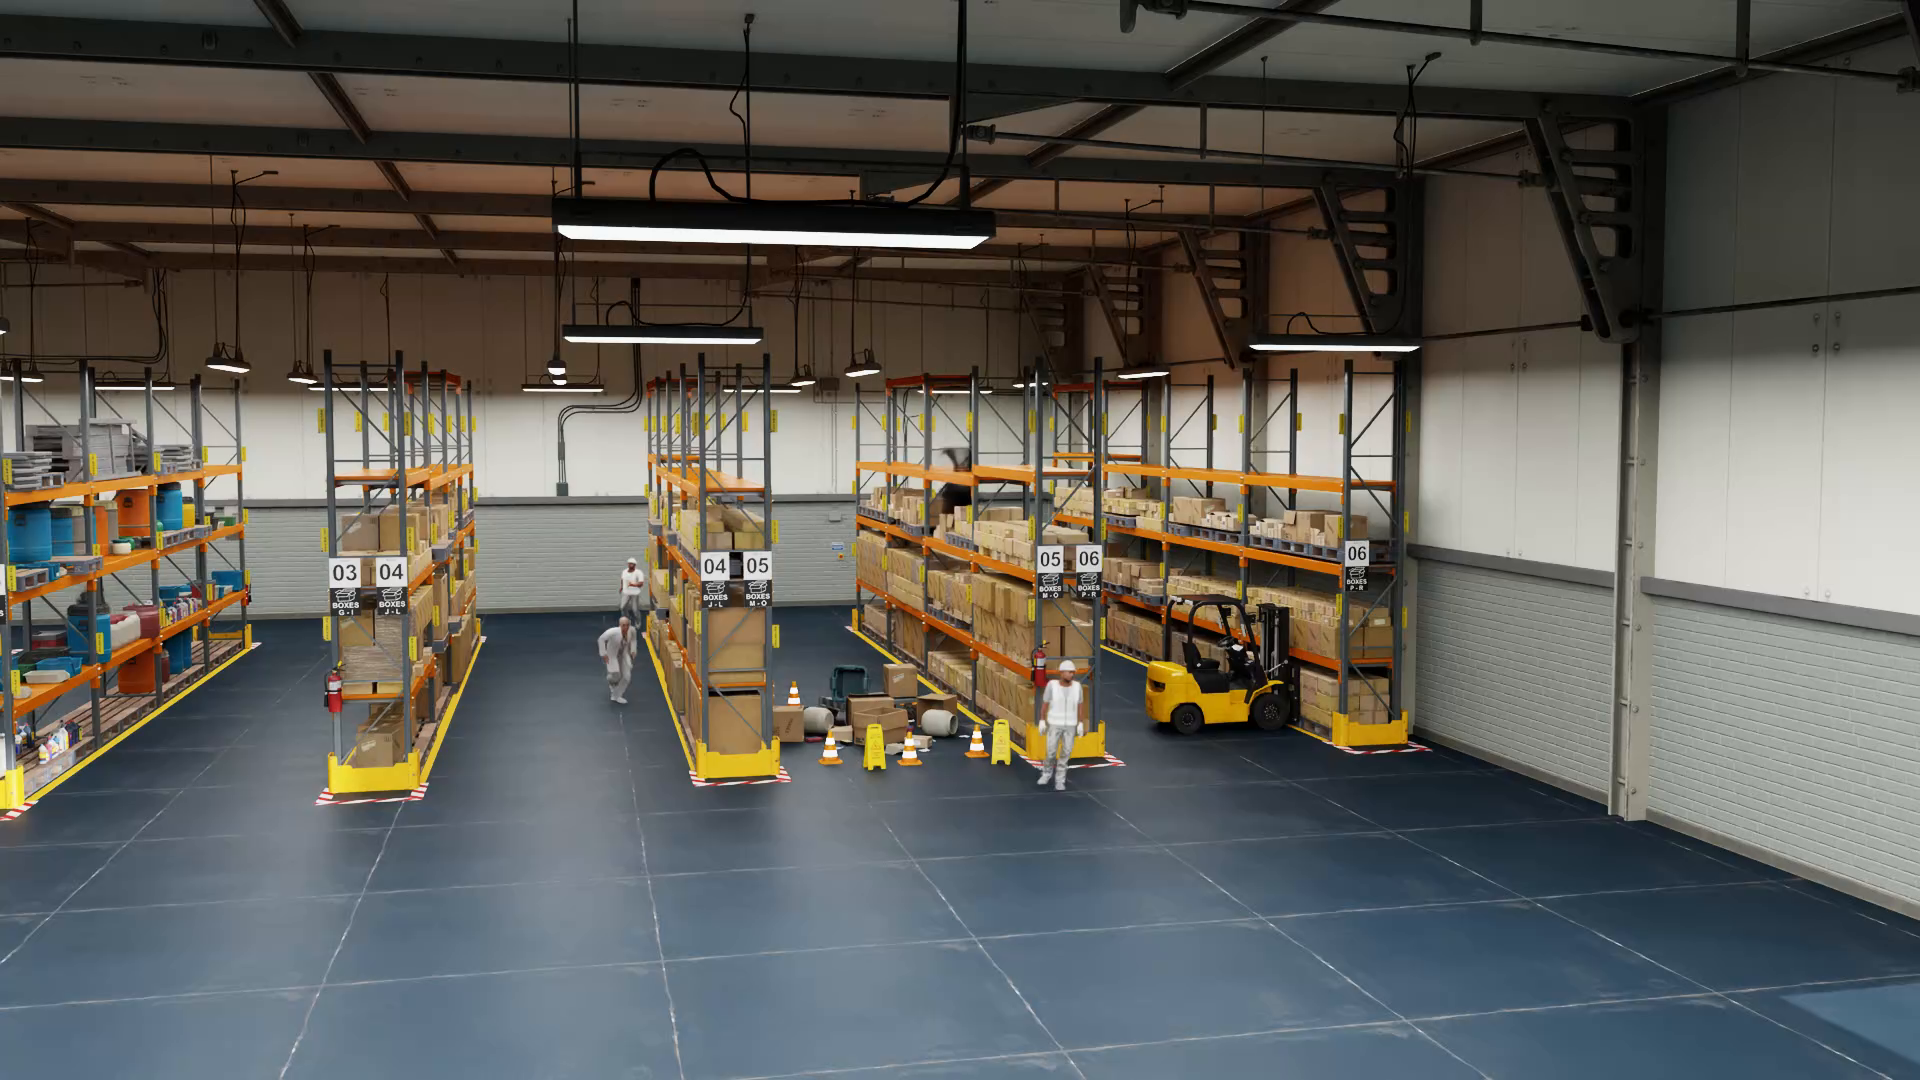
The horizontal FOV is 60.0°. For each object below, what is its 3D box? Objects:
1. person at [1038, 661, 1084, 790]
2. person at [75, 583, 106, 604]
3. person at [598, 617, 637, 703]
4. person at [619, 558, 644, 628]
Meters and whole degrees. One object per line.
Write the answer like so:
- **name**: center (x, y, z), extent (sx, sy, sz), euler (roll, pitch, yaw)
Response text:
- **person**: center (1.380, 2.524, 22.756), extent (0.623, 1.775, 0.463), euler (-1, 4, -13)
- **person**: center (-18.618, 1.708, 35.632), extent (0.624, 1.639, 0.706), euler (-2, 5, -30)
- **person**: center (-6.173, 2.143, 29.894), extent (0.729, 1.586, 0.897), euler (-2, 5, -32)
- **person**: center (-7.970, 1.325, 40.236), extent (0.685, 1.788, 0.717), euler (1, 4, 15)
